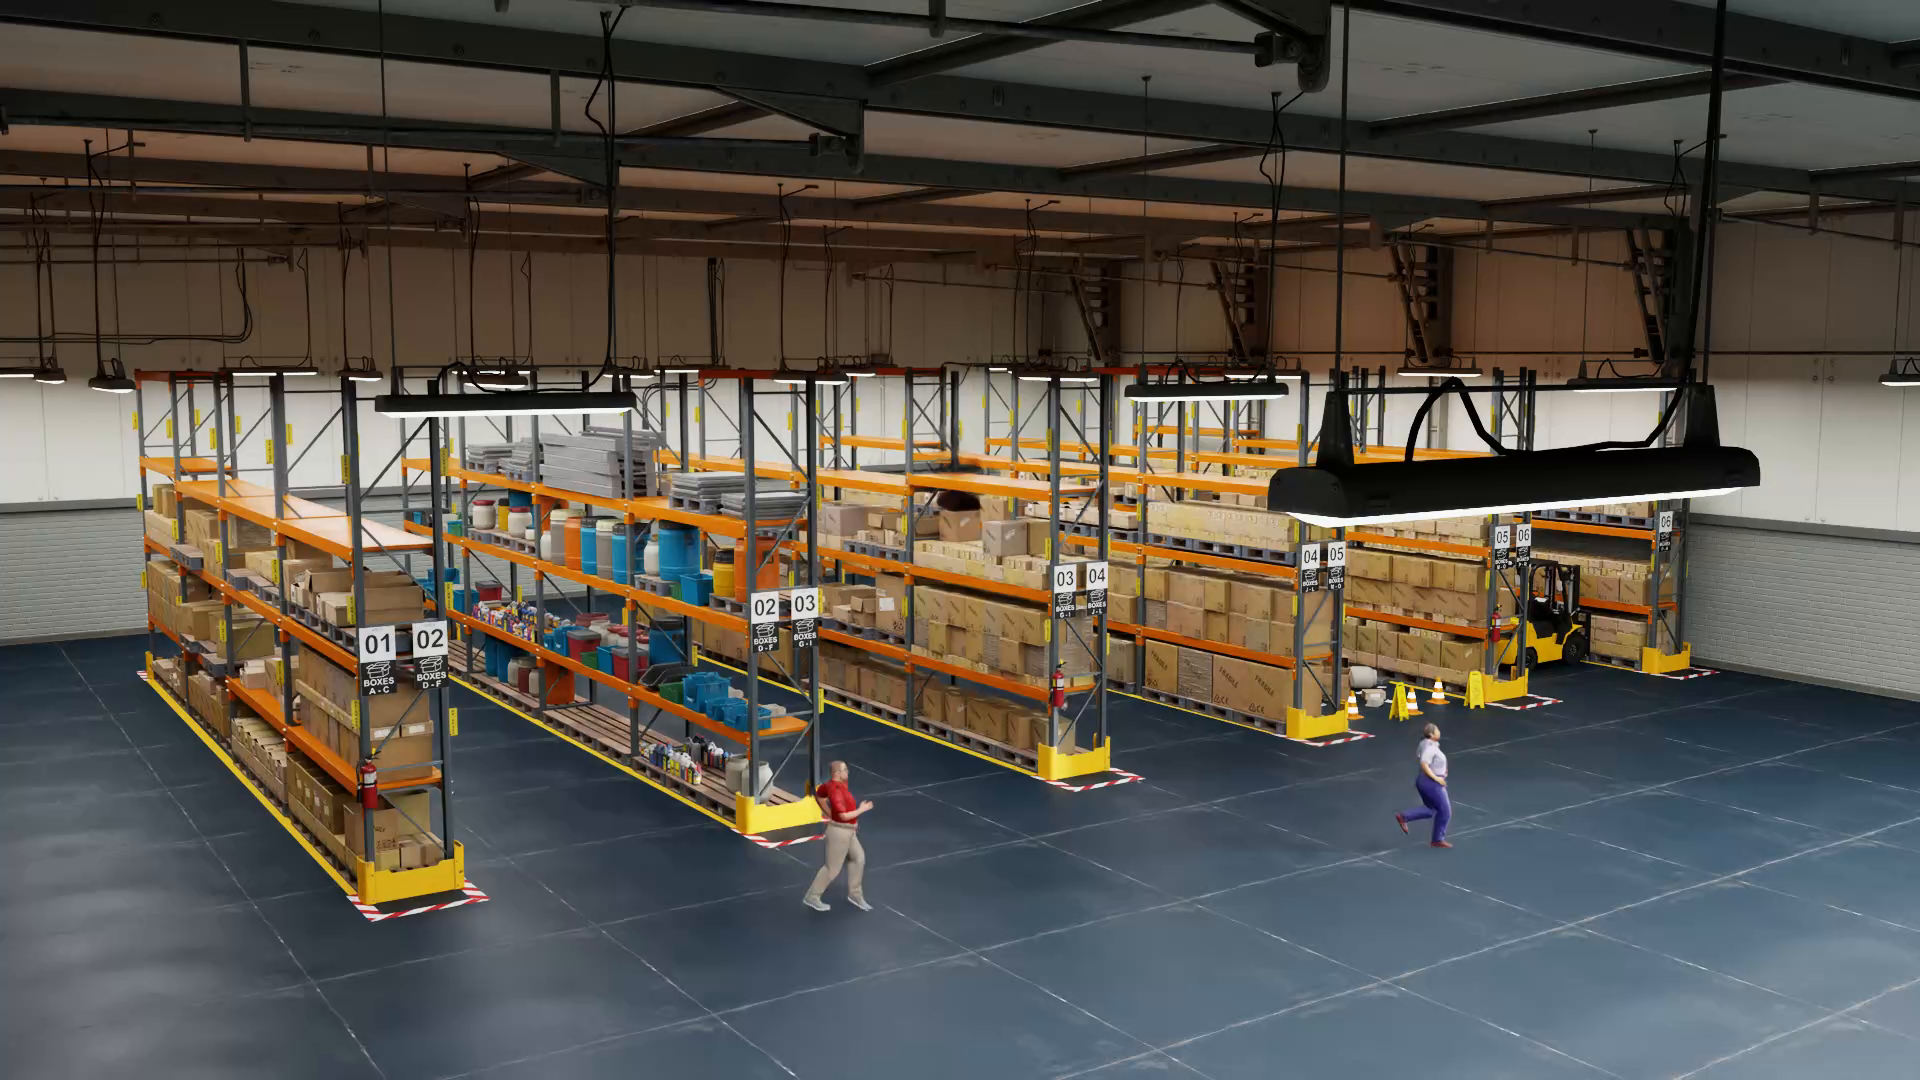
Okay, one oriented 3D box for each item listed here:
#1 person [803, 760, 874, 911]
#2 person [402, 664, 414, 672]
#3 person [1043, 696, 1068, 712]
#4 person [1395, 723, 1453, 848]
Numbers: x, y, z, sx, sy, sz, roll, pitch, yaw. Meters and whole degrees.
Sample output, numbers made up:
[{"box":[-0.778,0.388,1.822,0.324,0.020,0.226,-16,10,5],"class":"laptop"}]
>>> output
[{"box":[-1.374,3.366,18.756,0.808,1.796,0.639,0,6,-3],"class":"person"},{"box":[-9.351,2.249,28.134,0.655,1.819,0.897,-5,8,-38],"class":"person"},{"box":[1.743,2.226,29.375,0.507,1.622,0.682,-5,8,-38],"class":"person"},{"box":[5.990,3.144,21.310,0.707,1.626,0.607,0,6,2],"class":"person"}]
